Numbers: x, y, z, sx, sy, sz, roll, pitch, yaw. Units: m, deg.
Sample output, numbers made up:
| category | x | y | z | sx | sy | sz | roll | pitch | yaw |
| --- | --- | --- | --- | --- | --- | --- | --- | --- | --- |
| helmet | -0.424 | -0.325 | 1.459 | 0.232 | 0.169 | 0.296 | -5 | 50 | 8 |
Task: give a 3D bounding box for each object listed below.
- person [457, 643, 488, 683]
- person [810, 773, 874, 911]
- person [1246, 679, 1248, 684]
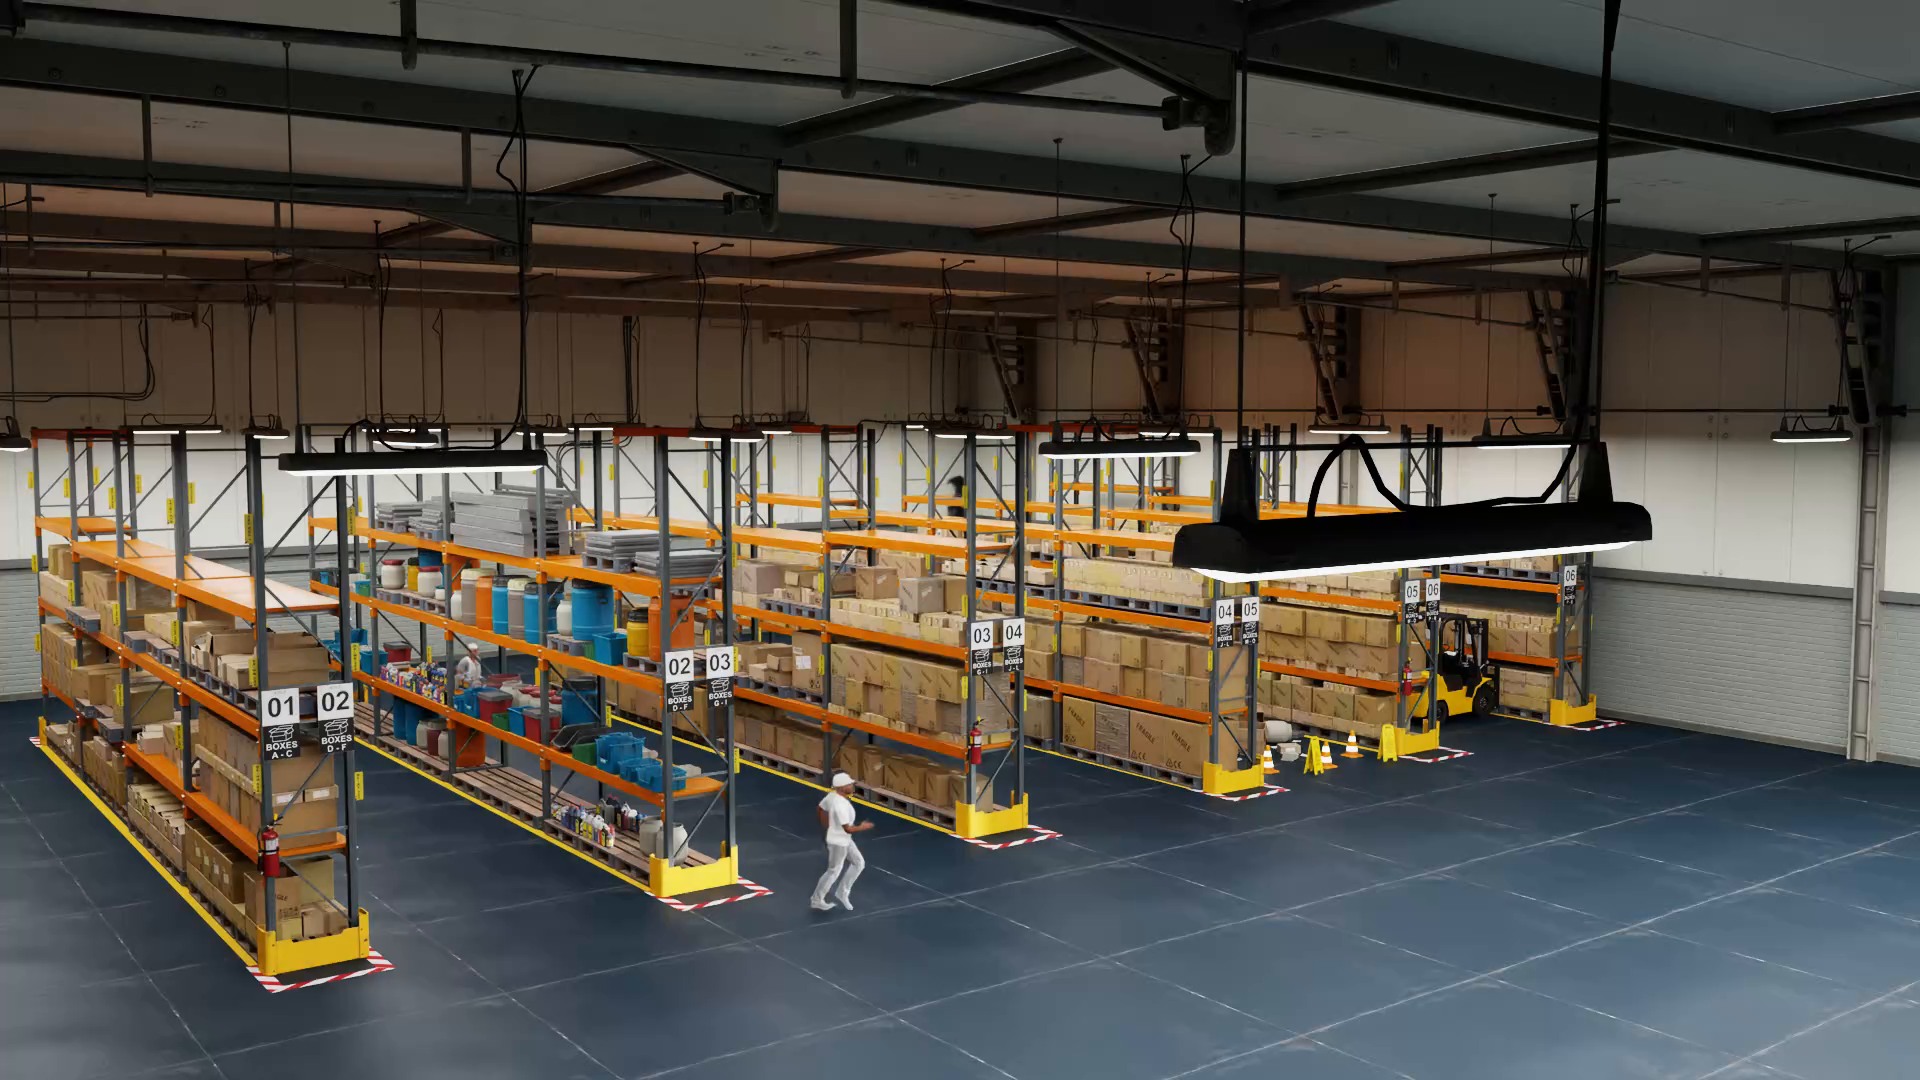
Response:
| category | x | y | z | sx | sy | sz | roll | pitch | yaw |
| --- | --- | --- | --- | --- | --- | --- | --- | --- | --- |
| person | -9.737 | 2.889 | 32.873 | 0.818 | 1.738 | 0.658 | 3 | 6 | 36 |
| person | -1.482 | 3.813 | 20.911 | 0.811 | 1.785 | 0.653 | 0 | 4 | -2 |
| person | 6.214 | 2.615 | 36.908 | 0.626 | 1.701 | 0.688 | -2 | 5 | -29 |
